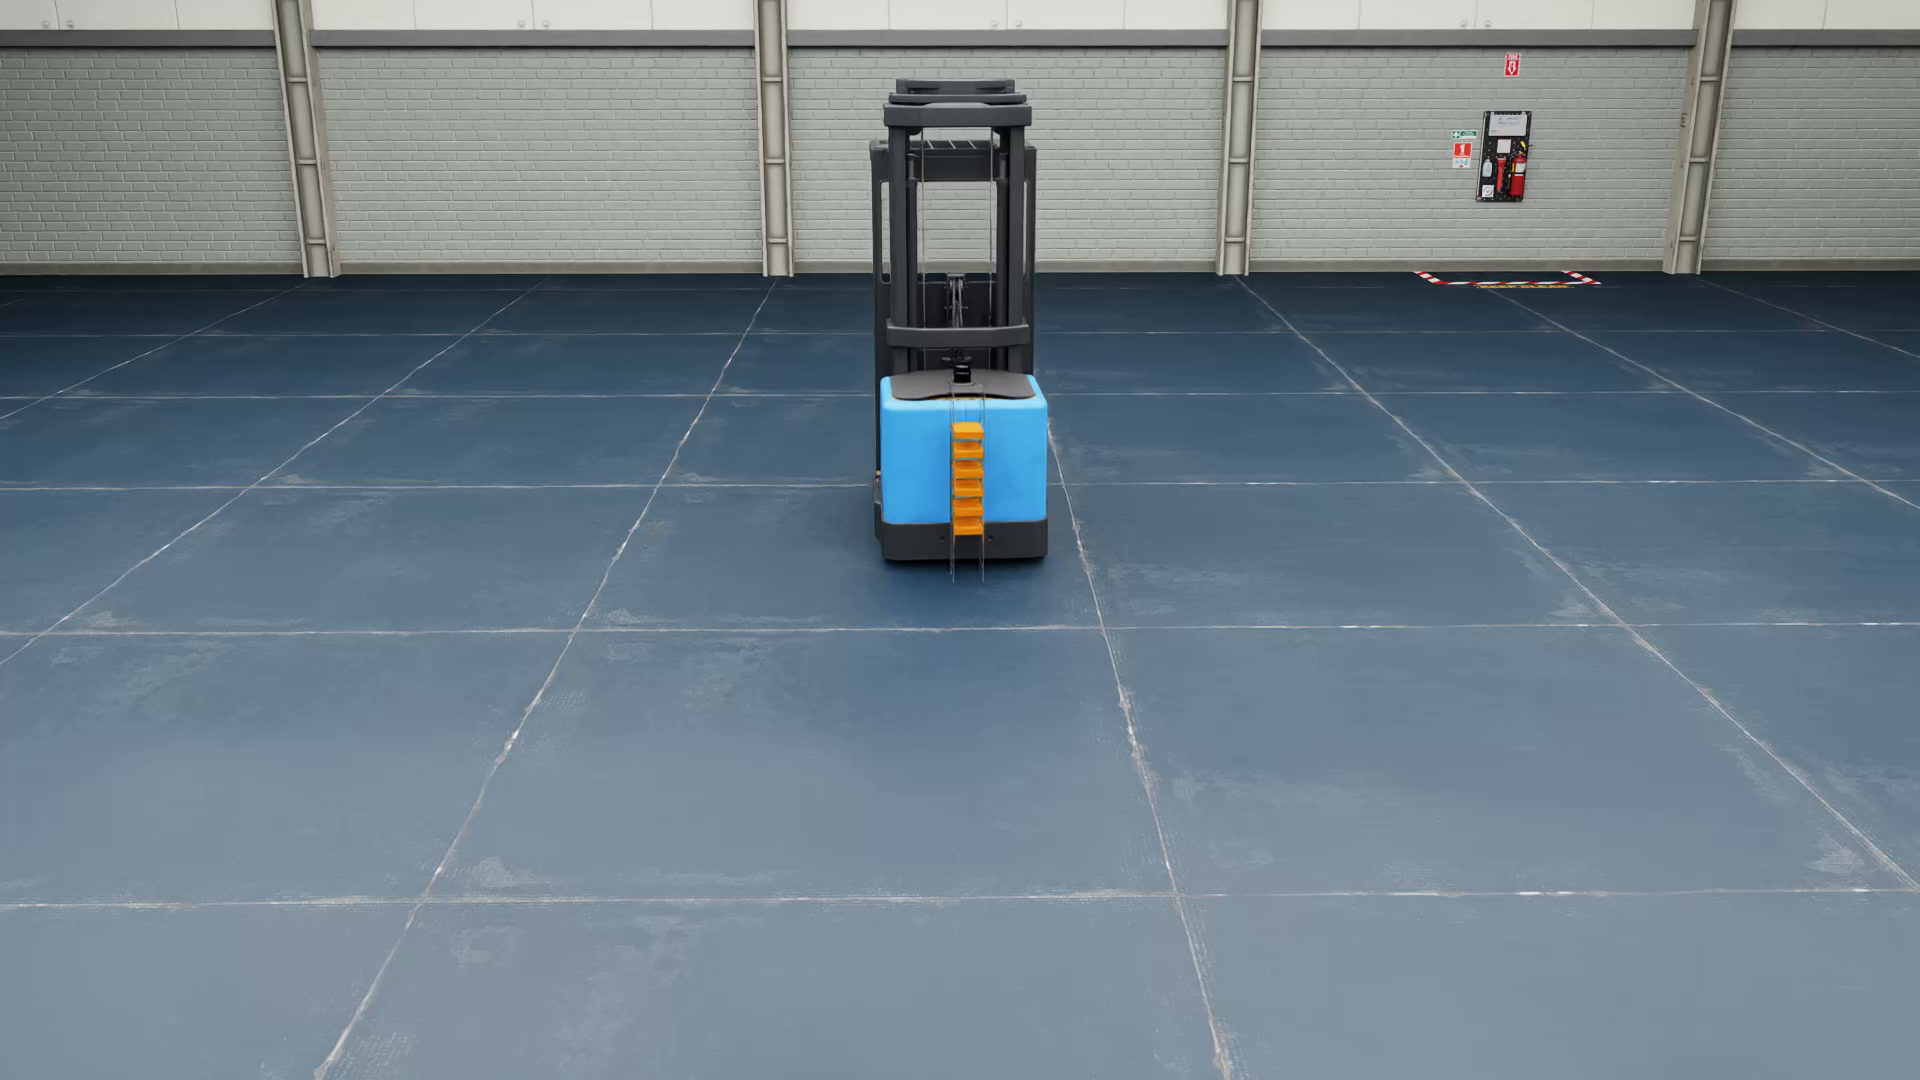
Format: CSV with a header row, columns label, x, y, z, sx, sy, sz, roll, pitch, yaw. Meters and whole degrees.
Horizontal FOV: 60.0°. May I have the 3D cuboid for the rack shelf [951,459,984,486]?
label,x,y,z,sx,sy,sz,roll,pitch,yaw
rack shelf,0.043,-0.411,10.117,0.180,0.103,0.258,-2,18,-5

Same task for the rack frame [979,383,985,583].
label,x,y,z,sx,sy,sz,roll,pitch,yaw
rack frame,0.134,-0.341,10.148,0.006,1.200,0.240,-2,18,-5

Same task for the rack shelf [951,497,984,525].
label,x,y,z,sx,sy,sz,roll,pitch,yaw
rack shelf,0.043,-0.182,10.190,0.180,0.103,0.258,-2,18,-5

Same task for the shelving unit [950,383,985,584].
label,x,y,z,sx,sy,sz,roll,pitch,yaw
shelving unit,0.043,-0.339,10.140,0.189,1.200,0.258,-2,18,-5

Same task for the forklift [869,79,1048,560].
label,x,y,z,sx,sy,sz,roll,pitch,yaw
forklift,-0.058,-1.669,11.452,1.130,2.935,3.031,-1,18,-4

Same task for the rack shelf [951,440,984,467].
label,x,y,z,sx,sy,sz,roll,pitch,yaw
rack shelf,0.043,-0.525,10.080,0.180,0.103,0.258,-2,18,-5

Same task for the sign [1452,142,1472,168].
label,x,y,z,sx,sy,sz,roll,pitch,yaw
sign,6.582,-5.042,21.797,0.234,0.329,0.001,0,18,-1

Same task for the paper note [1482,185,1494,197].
label,x,y,z,sx,sy,sz,roll,pitch,yaw
paper note,6.958,-4.597,21.910,0.142,0.148,0.016,0,18,-1

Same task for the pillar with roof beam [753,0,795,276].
label,x,y,z,sx,sy,sz,roll,pitch,yaw
pillar with roof beam,-2.323,-6.481,16.518,0.400,9.000,9.100,0,18,-1

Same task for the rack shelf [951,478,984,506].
label,x,y,z,sx,sy,sz,roll,pitch,yaw
rack shelf,0.043,-0.297,10.154,0.180,0.103,0.258,-2,18,-5

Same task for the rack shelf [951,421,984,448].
label,x,y,z,sx,sy,sz,roll,pitch,yaw
rack shelf,0.043,-0.640,10.044,0.180,0.103,0.258,-2,18,-5

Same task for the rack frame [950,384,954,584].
label,x,y,z,sx,sy,sz,roll,pitch,yaw
rack frame,-0.048,-0.337,10.132,0.006,1.200,0.240,-2,18,-5

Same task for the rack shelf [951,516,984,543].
label,x,y,z,sx,sy,sz,roll,pitch,yaw
rack shelf,0.043,-0.068,10.227,0.180,0.103,0.258,-2,18,-5

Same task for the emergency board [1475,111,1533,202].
label,x,y,z,sx,sy,sz,roll,pitch,yaw
emergency board,7.136,-4.997,21.713,0.643,1.169,0.194,0,18,-1

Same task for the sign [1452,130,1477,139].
label,x,y,z,sx,sy,sz,roll,pitch,yaw
sign,6.586,-5.292,21.708,0.331,0.109,0.001,0,18,-1

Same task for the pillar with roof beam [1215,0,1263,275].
label,x,y,z,sx,sy,sz,roll,pitch,yaw
pillar with roof beam,3.676,-6.510,16.608,0.400,9.000,9.100,0,18,-1

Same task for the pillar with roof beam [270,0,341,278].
label,x,y,z,sx,sy,sz,roll,pitch,yaw
pillar with roof beam,-8.322,-6.452,16.428,0.400,9.000,9.100,0,18,-1

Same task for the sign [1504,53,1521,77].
label,x,y,z,sx,sy,sz,roll,pitch,yaw
sign,7.126,-6.131,21.453,0.199,0.298,0.001,0,18,-1

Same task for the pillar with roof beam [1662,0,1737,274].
label,x,y,z,sx,sy,sz,roll,pitch,yaw
pillar with roof beam,9.676,-6.539,16.698,0.400,9.000,9.100,0,18,-1
